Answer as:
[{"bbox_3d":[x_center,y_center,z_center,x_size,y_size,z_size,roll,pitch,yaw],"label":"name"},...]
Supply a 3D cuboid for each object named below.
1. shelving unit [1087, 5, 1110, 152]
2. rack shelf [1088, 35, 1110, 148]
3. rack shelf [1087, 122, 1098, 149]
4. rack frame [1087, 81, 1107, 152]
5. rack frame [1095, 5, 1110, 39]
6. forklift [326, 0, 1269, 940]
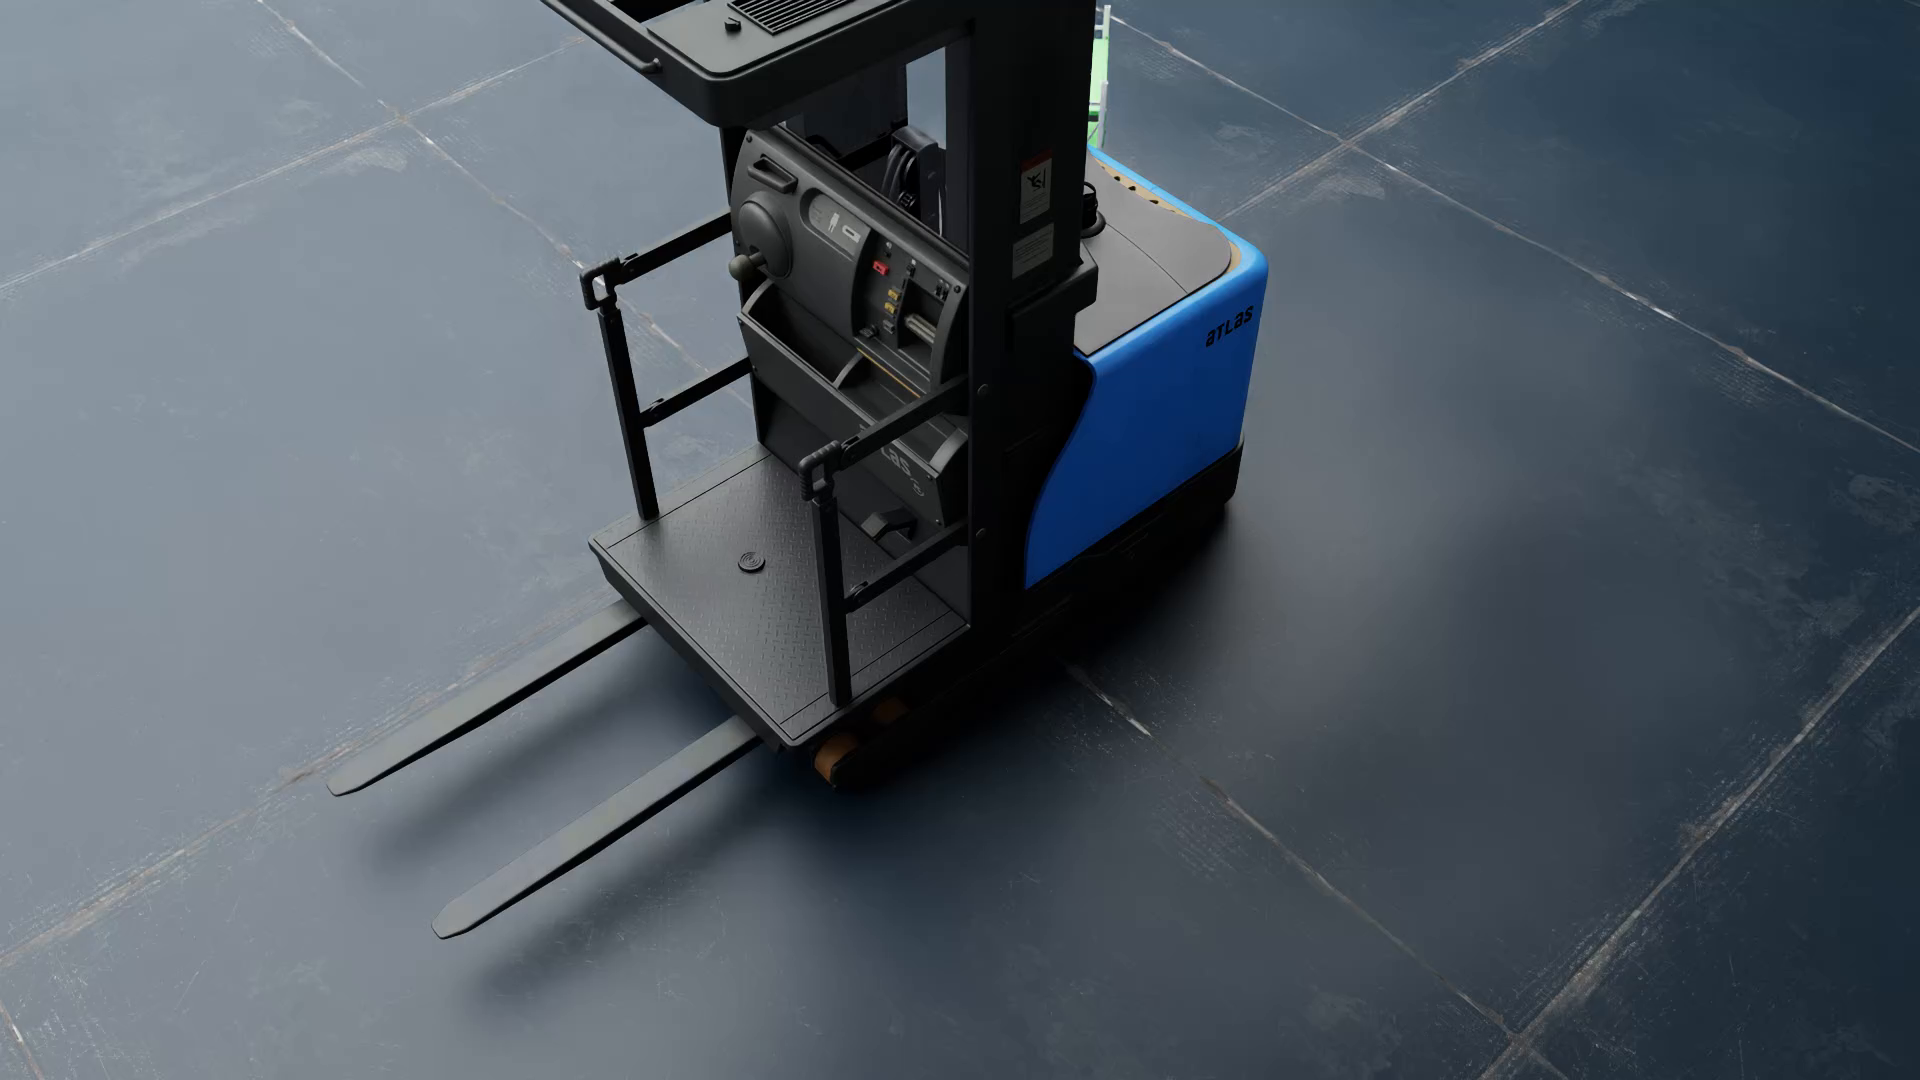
[{"bbox_3d":[0.390,-1.298,6.131,0.258,1.200,0.503,3,47,3],"label":"shelving unit"},{"bbox_3d":[0.390,-1.580,5.826,0.258,0.148,0.480,3,47,3],"label":"rack shelf"},{"bbox_3d":[0.390,-1.417,6.002,0.258,0.148,0.480,3,47,3],"label":"rack shelf"},{"bbox_3d":[0.370,-1.119,5.966,0.240,1.200,0.015,3,47,3],"label":"rack frame"},{"bbox_3d":[0.410,-1.477,6.296,0.240,1.200,0.015,3,47,3],"label":"rack frame"},{"bbox_3d":[-0.473,-0.689,4.391,3.031,2.935,1.130,-33,55,-27],"label":"forklift"}]
